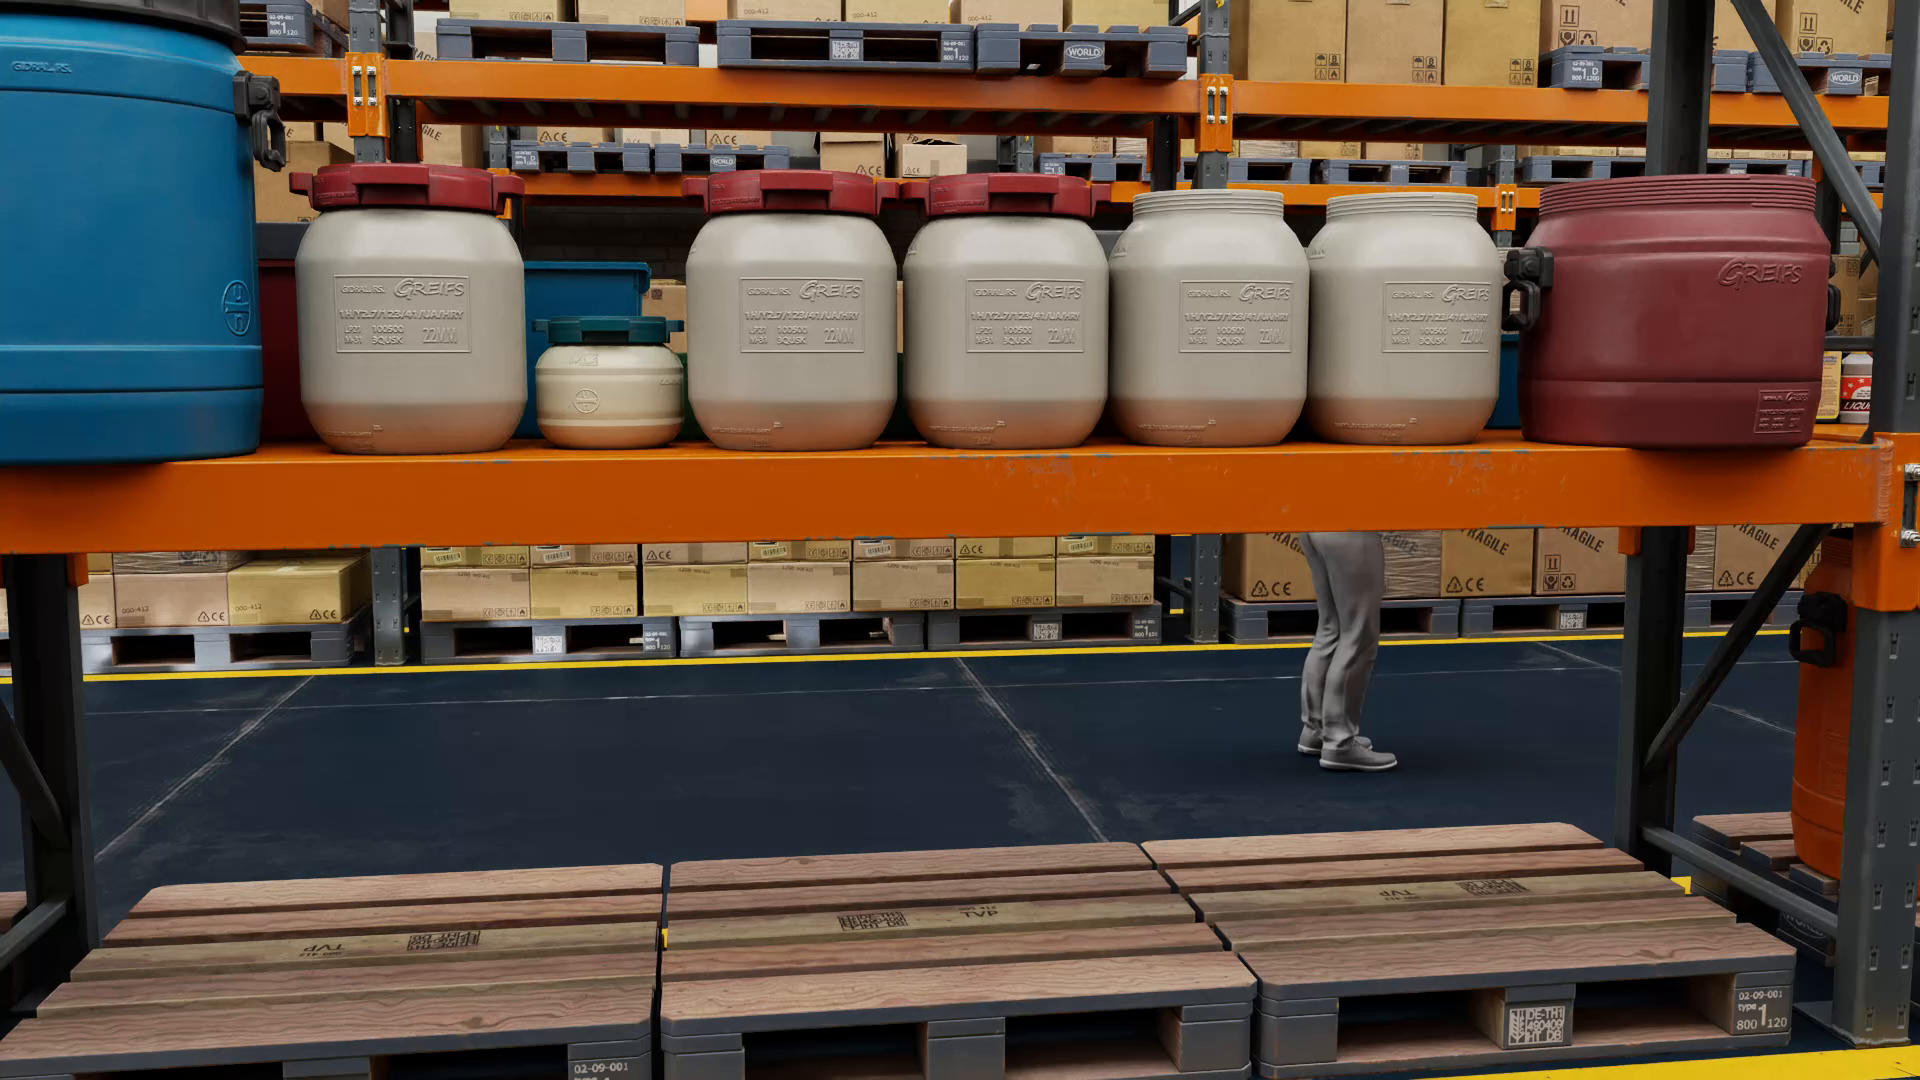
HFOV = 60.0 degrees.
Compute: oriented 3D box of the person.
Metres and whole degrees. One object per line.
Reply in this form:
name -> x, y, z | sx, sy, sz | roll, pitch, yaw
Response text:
person -> 1.453, -0.029, 5.995 | 0.543, 1.688, 0.459 | -1, 7, -8
